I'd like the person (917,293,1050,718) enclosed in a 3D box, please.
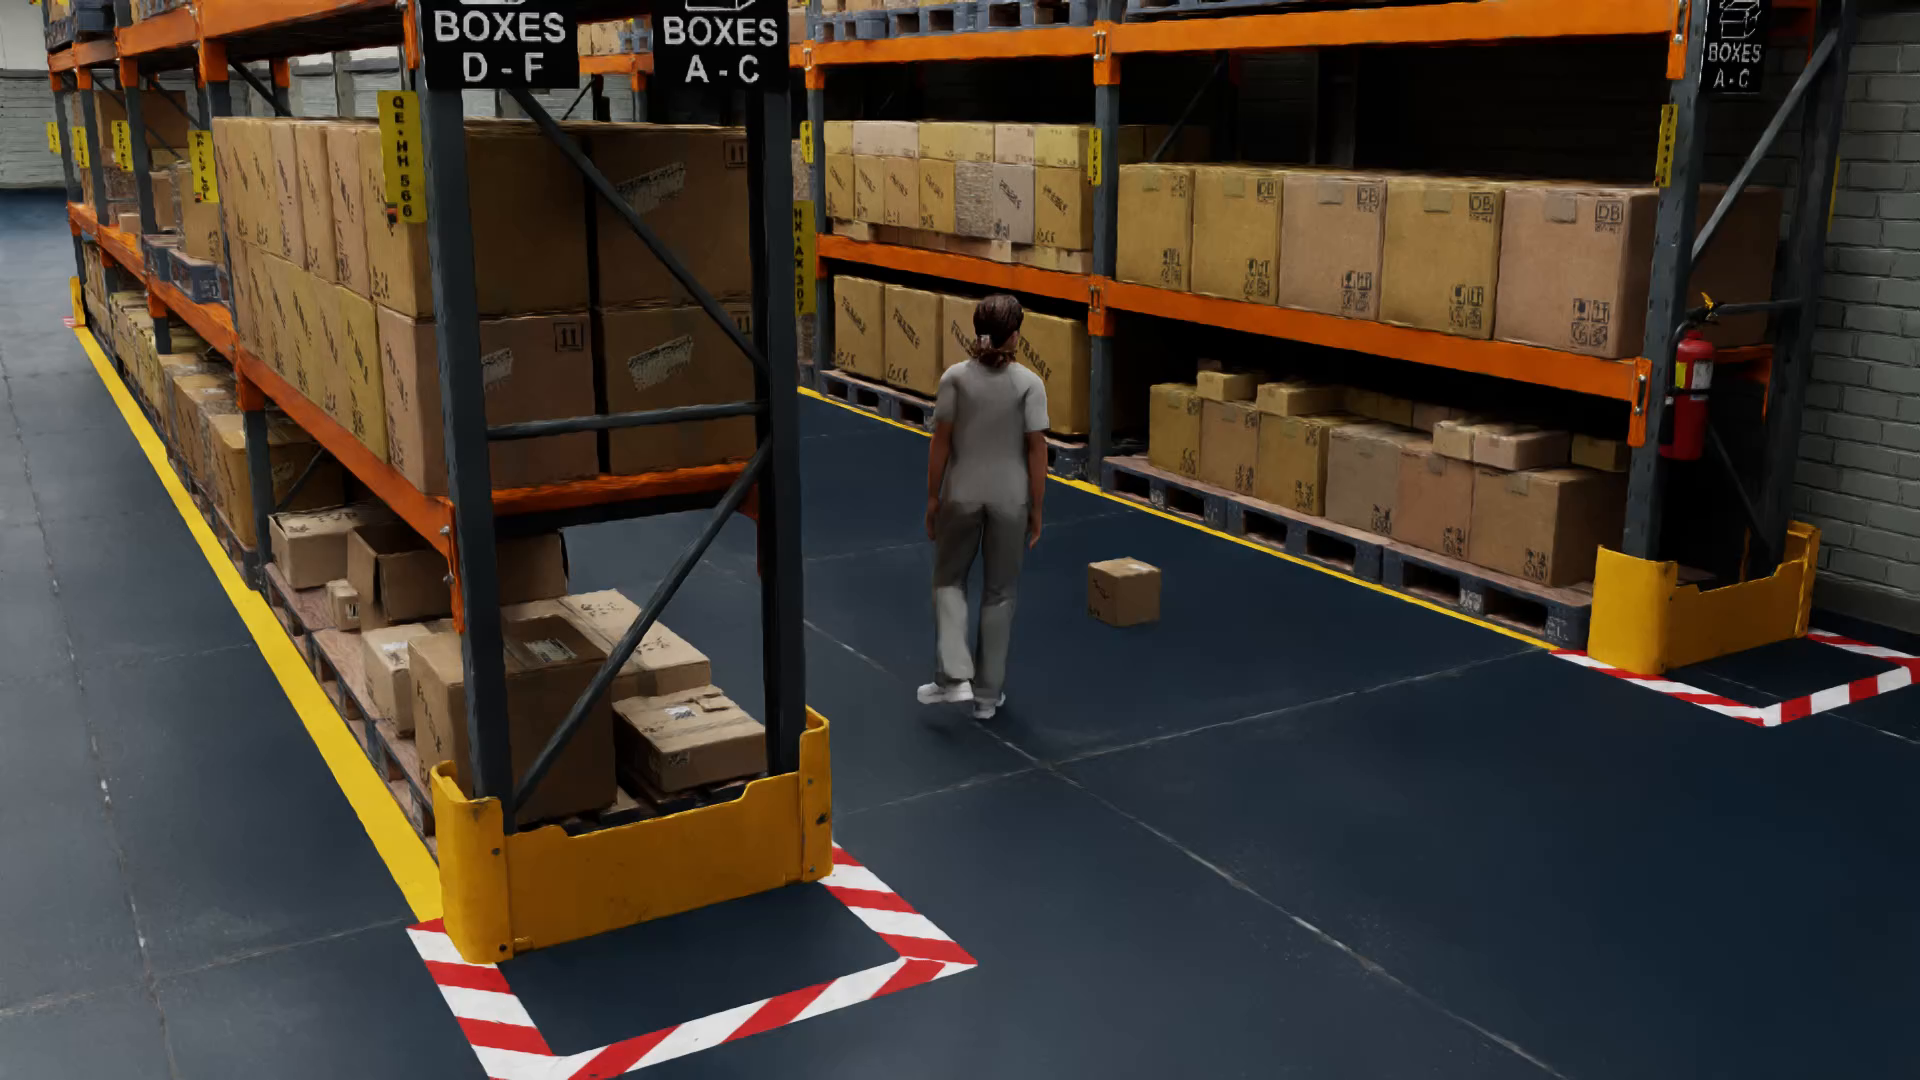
[{"bbox_3d":[0.088,-0.103,6.412,0.506,1.663,0.526,1,15,4],"label":"person"}]
